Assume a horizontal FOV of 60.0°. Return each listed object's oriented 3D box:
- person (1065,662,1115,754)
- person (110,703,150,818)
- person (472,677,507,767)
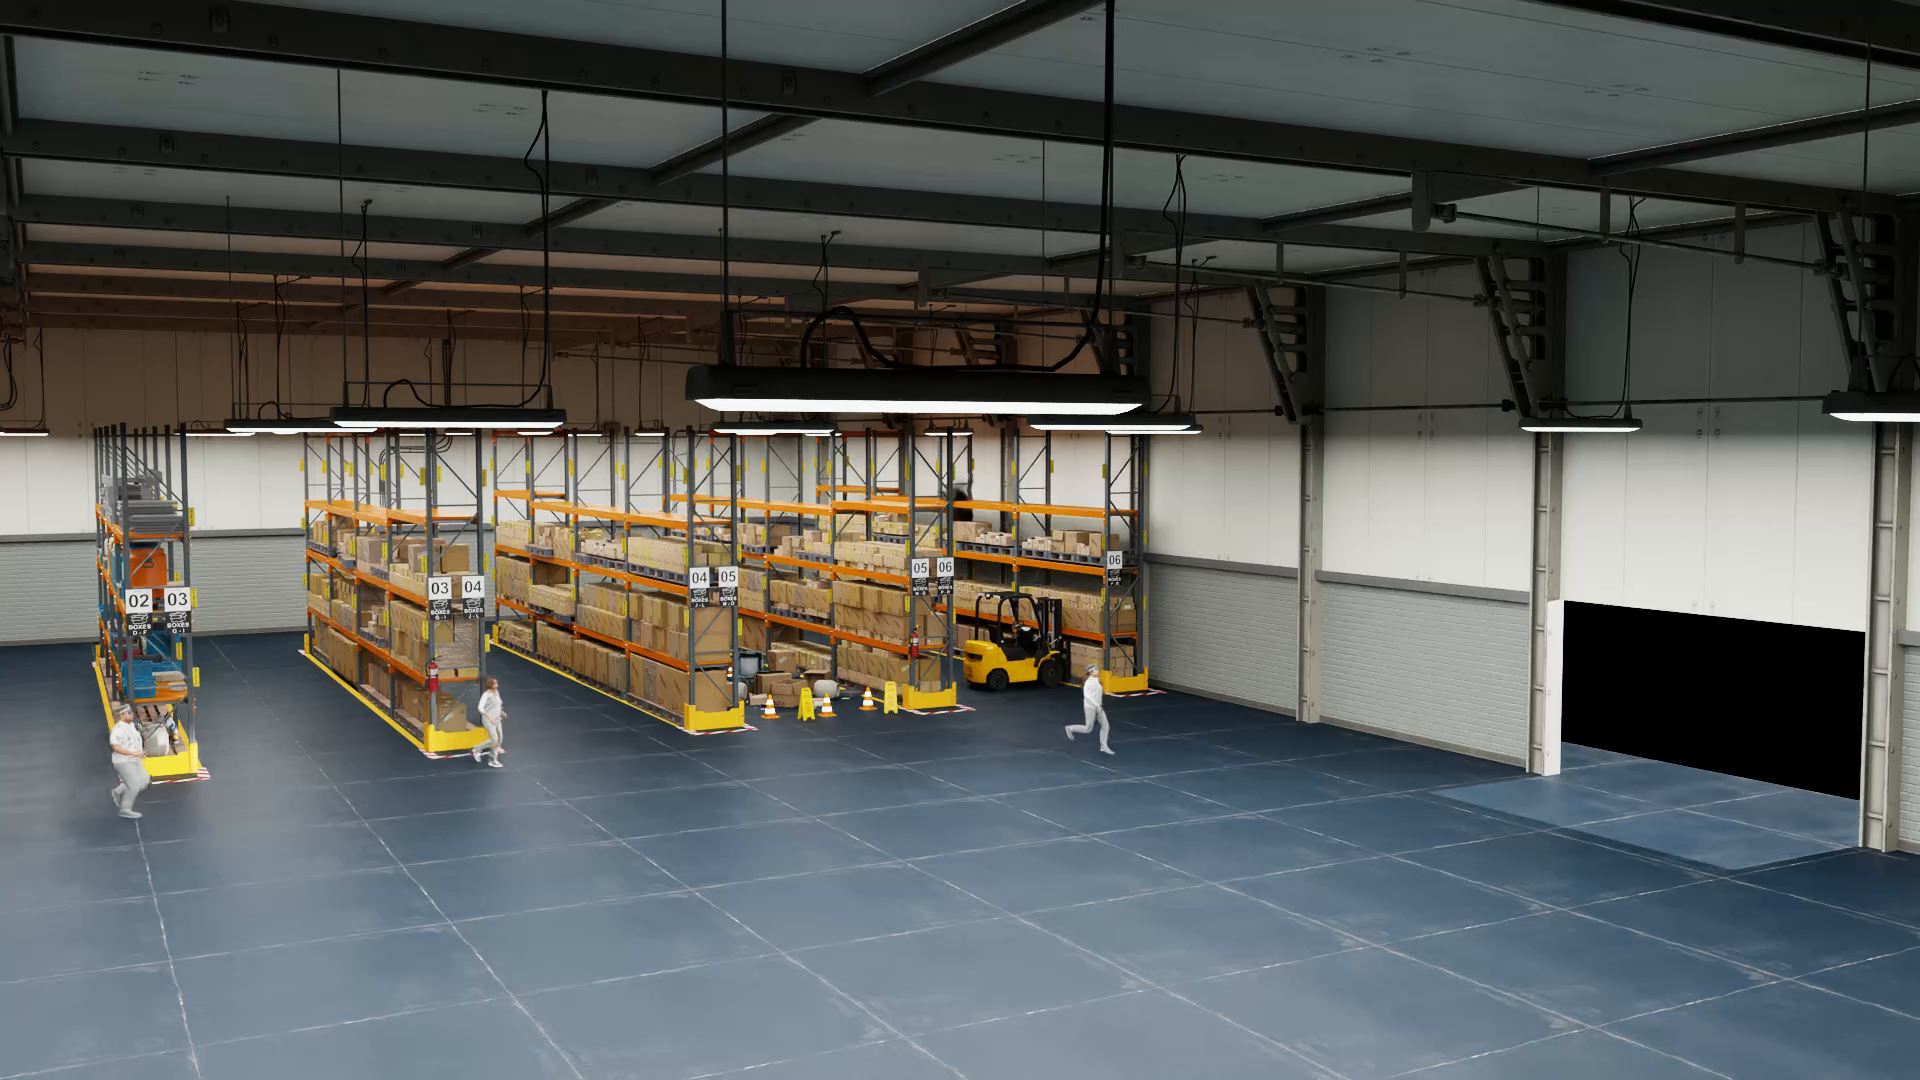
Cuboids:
[{"bbox_3d":[2.393,3.072,30.418,0.942,1.685,0.602,2,4,27],"label":"person"},{"bbox_3d":[-12.577,3.335,25.198,0.528,1.743,0.664,0,3,-5],"label":"person"},{"bbox_3d":[-8.255,3.184,29.129,0.542,1.577,0.561,1,4,16],"label":"person"}]
